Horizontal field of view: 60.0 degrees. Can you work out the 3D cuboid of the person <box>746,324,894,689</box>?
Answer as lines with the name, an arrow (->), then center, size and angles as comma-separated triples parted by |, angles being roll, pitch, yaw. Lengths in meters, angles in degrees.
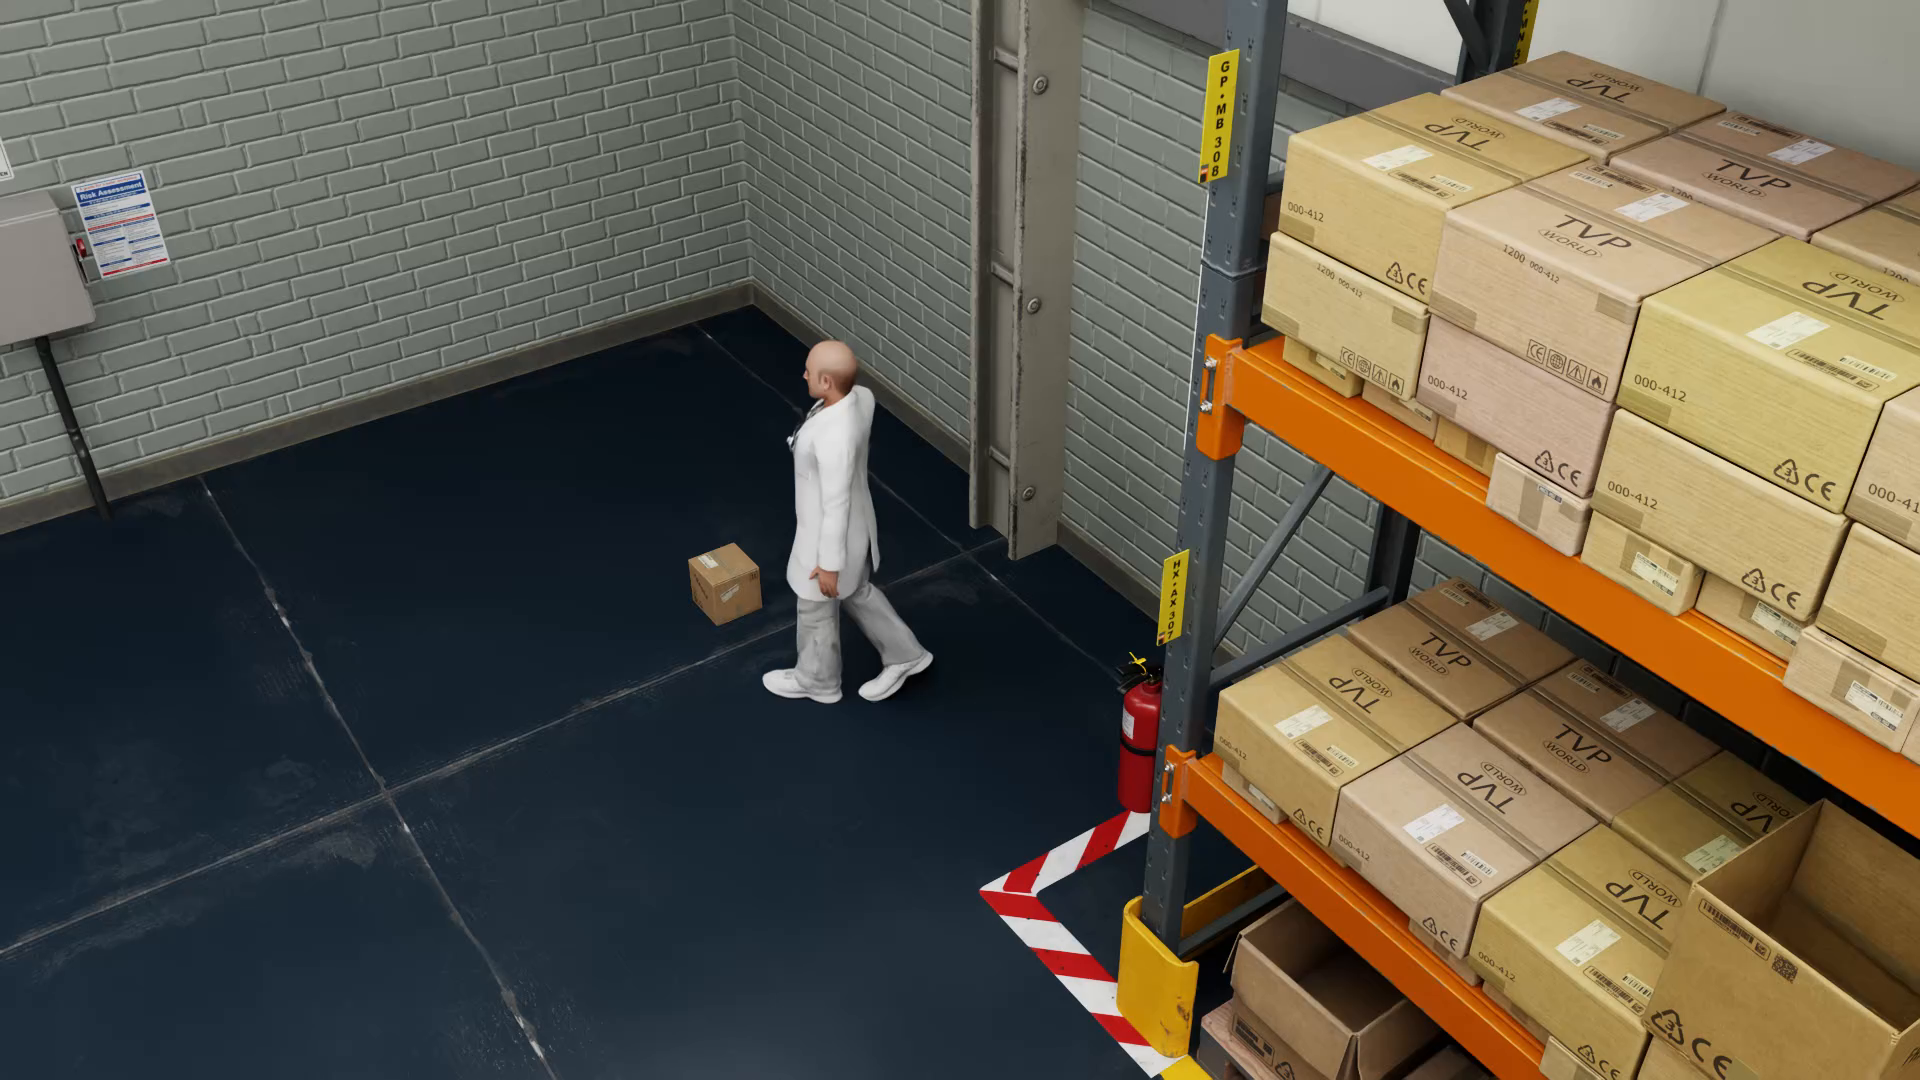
person -> -0.653, -0.109, 7.152 | 0.653, 1.772, 0.615 | 5, 36, 6
